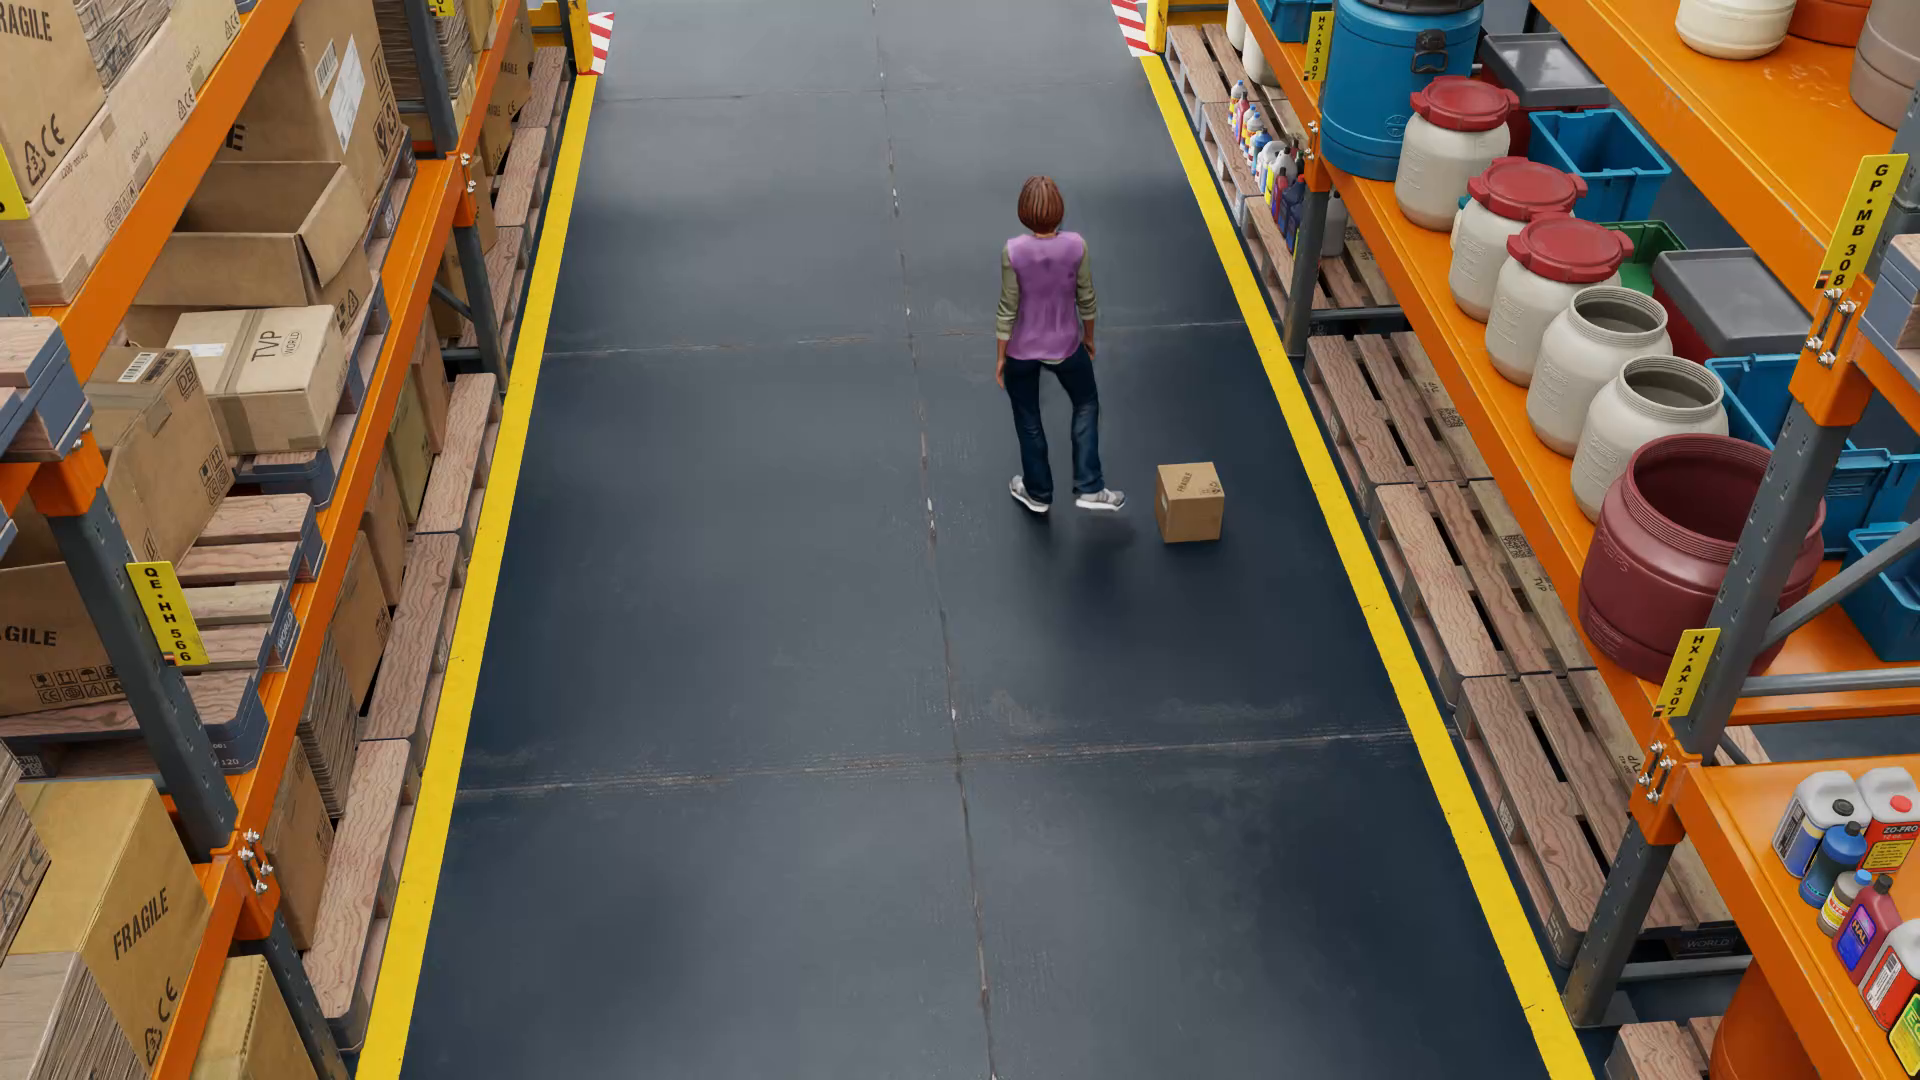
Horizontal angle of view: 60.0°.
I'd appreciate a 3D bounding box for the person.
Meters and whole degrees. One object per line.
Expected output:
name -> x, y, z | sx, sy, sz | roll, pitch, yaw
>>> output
person -> 0.441, -0.780, 7.093 | 0.584, 1.588, 0.471 | -4, 40, -4
